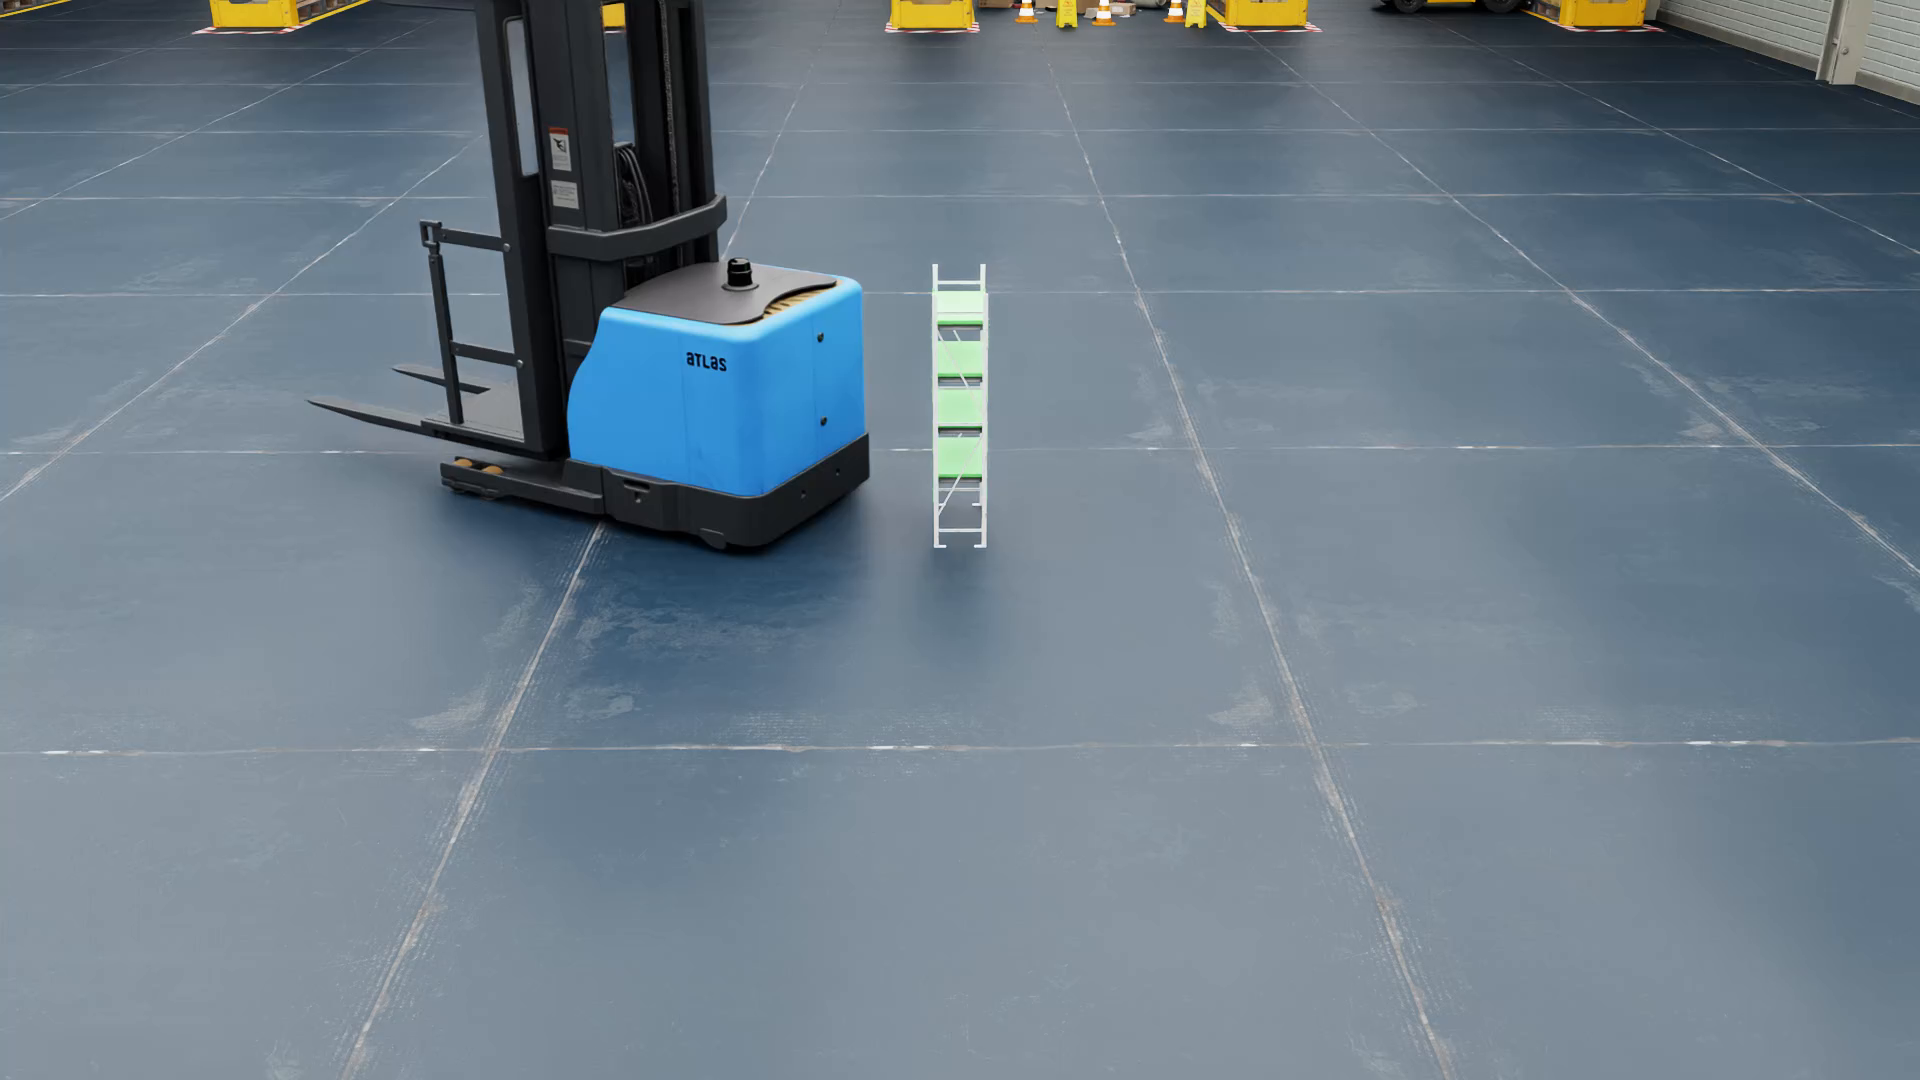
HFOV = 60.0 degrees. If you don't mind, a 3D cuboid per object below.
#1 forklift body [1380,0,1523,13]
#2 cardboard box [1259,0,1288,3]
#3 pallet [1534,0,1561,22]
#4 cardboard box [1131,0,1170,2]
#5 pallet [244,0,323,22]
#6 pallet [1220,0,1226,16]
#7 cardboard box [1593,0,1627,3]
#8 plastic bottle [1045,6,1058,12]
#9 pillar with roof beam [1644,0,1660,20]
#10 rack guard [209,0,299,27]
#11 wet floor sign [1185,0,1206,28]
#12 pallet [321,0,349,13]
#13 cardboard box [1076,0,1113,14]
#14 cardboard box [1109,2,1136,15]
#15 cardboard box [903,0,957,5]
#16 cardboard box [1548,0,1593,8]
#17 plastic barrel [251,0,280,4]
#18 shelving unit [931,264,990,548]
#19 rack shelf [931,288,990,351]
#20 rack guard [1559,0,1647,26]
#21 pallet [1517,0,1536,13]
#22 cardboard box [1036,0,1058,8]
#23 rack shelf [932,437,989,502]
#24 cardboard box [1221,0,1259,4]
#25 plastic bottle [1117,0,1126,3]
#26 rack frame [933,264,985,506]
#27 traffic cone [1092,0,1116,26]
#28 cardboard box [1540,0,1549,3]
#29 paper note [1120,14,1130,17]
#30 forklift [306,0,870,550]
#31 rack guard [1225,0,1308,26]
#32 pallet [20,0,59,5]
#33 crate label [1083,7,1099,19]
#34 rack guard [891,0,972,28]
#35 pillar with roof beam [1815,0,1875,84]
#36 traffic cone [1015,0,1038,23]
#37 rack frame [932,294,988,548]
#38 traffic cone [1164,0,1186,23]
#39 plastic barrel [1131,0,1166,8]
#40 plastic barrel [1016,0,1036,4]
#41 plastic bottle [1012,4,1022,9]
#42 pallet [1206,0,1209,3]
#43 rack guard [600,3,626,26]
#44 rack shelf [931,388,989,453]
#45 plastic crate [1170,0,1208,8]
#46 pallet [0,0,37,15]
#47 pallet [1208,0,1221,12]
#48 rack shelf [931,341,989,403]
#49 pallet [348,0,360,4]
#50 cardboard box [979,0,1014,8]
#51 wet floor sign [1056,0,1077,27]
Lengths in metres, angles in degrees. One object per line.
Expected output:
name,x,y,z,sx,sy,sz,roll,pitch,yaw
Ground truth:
forklift body,7.652,-9.407,25.940,2.313,2.155,1.214,0,24,-1
cardboard box,4.802,-8.269,25.221,0.500,0.250,0.500,0,24,-1
pallet,9.447,-8.065,25.327,1.003,0.211,1.213,0,24,-1
cardboard box,3.141,-9.060,27.172,0.500,0.500,0.500,19,30,35
pallet,-10.379,-8.026,25.239,1.003,0.211,1.213,0,24,-1
pallet,4.560,-8.093,25.388,1.003,0.211,1.213,0,24,-1
cardboard box,9.688,-8.163,24.985,0.500,0.250,0.500,0,24,0
plastic bottle,1.427,-8.359,26.157,0.133,0.061,0.283,-9,26,-19
pillar with roof beam,6.086,-12.026,23.420,9.100,9.000,0.400,0,24,-1
rack guard,-10.376,-7.823,24.439,1.175,0.500,0.348,0,24,-1
wet floor sign,3.466,-7.841,24.305,0.267,0.644,0.232,8,26,18
pallet,-10.390,-8.527,26.348,1.003,0.211,1.213,0,24,-1
cardboard box,1.983,-8.572,26.093,0.797,0.503,0.637,-19,31,-36
cardboard box,2.500,-8.229,25.764,0.380,0.149,0.250,13,27,27
cardboard box,-0.488,-8.436,24.830,0.875,0.875,0.875,0,24,0
cardboard box,9.176,-8.152,24.961,0.500,0.250,0.500,0,24,0
plastic barrel,-10.412,-8.259,24.880,0.421,0.512,0.421,0,24,0
shelving unit,-0.002,-0.615,7.654,0.258,1.200,0.503,0,24,-1
rack shelf,-0.002,-0.994,7.482,0.258,0.148,0.480,0,24,-1
rack guard,9.498,-7.872,24.549,1.175,0.500,0.348,0,24,-1
pallet,9.437,-8.567,26.436,1.003,0.211,1.213,0,24,-1
cardboard box,1.402,-8.636,26.522,0.396,0.266,0.258,4,25,9
rack shelf,-0.002,-0.338,7.779,0.258,0.148,0.480,0,24,-1
cardboard box,4.256,-8.277,25.239,0.500,0.250,0.500,0,24,-1
plastic bottle,2.629,-8.766,27.059,0.133,0.061,0.283,4,25,9
rack frame,-0.004,-0.715,7.876,0.240,1.200,0.015,0,24,-1
traffic cone,2.133,-7.868,24.584,0.336,0.463,0.334,0,24,-1
cardboard box,9.180,-8.357,25.414,0.500,0.250,0.500,0,24,-1
paper note,2.533,-8.025,25.456,0.148,0.019,0.142,-9,26,-19
forklift,-1.994,-1.708,7.970,3.031,2.935,1.130,12,27,25
rack guard,4.533,-7.890,24.587,1.175,0.500,0.348,0,24,-1
pallet,-15.358,-8.960,27.304,1.003,0.211,1.213,0,24,-1
crate label,2.063,-8.043,25.367,0.250,0.136,0.298,-14,28,-28
rack guard,-0.414,-7.784,24.355,1.175,0.500,0.348,0,24,-1
pillar with roof beam,6.152,-9.554,17.954,9.100,9.000,0.400,0,24,-1
traffic cone,1.000,-8.003,24.883,0.336,0.463,0.334,0,24,-1
rack frame,0.001,-0.514,7.431,0.240,1.200,0.015,0,24,-1
traffic cone,3.239,-8.013,24.905,0.336,0.463,0.334,0,24,-1
plastic barrel,2.998,-8.668,26.401,0.512,0.421,0.421,19,30,35
plastic barrel,1.088,-8.947,27.019,0.512,0.421,0.421,19,30,35
plastic bottle,0.984,-8.507,26.486,0.283,0.061,0.133,-9,26,-19
pallet,4.533,-9.098,27.611,1.003,0.211,1.213,0,24,-1
rack guard,-5.376,-7.845,24.489,1.175,0.500,0.348,0,24,-1
rack shelf,-0.002,-0.557,7.680,0.258,0.148,0.480,0,24,-1
plastic crate,3.688,-8.665,26.811,0.402,0.080,0.583,-9,26,-19
pallet,-15.342,-8.456,26.189,1.003,0.211,1.213,0,24,-1
pallet,4.549,-8.594,26.496,1.003,0.211,1.213,0,24,-1
rack shelf,-0.002,-0.775,7.581,0.258,0.148,0.480,0,24,-1
pallet,-10.406,-9.031,27.462,1.003,0.211,1.213,0,24,-1
cardboard box,0.585,-8.809,26.617,0.500,0.500,0.500,4,25,9
wet floor sign,1.566,-7.858,24.340,0.267,0.644,0.232,-4,25,-10
